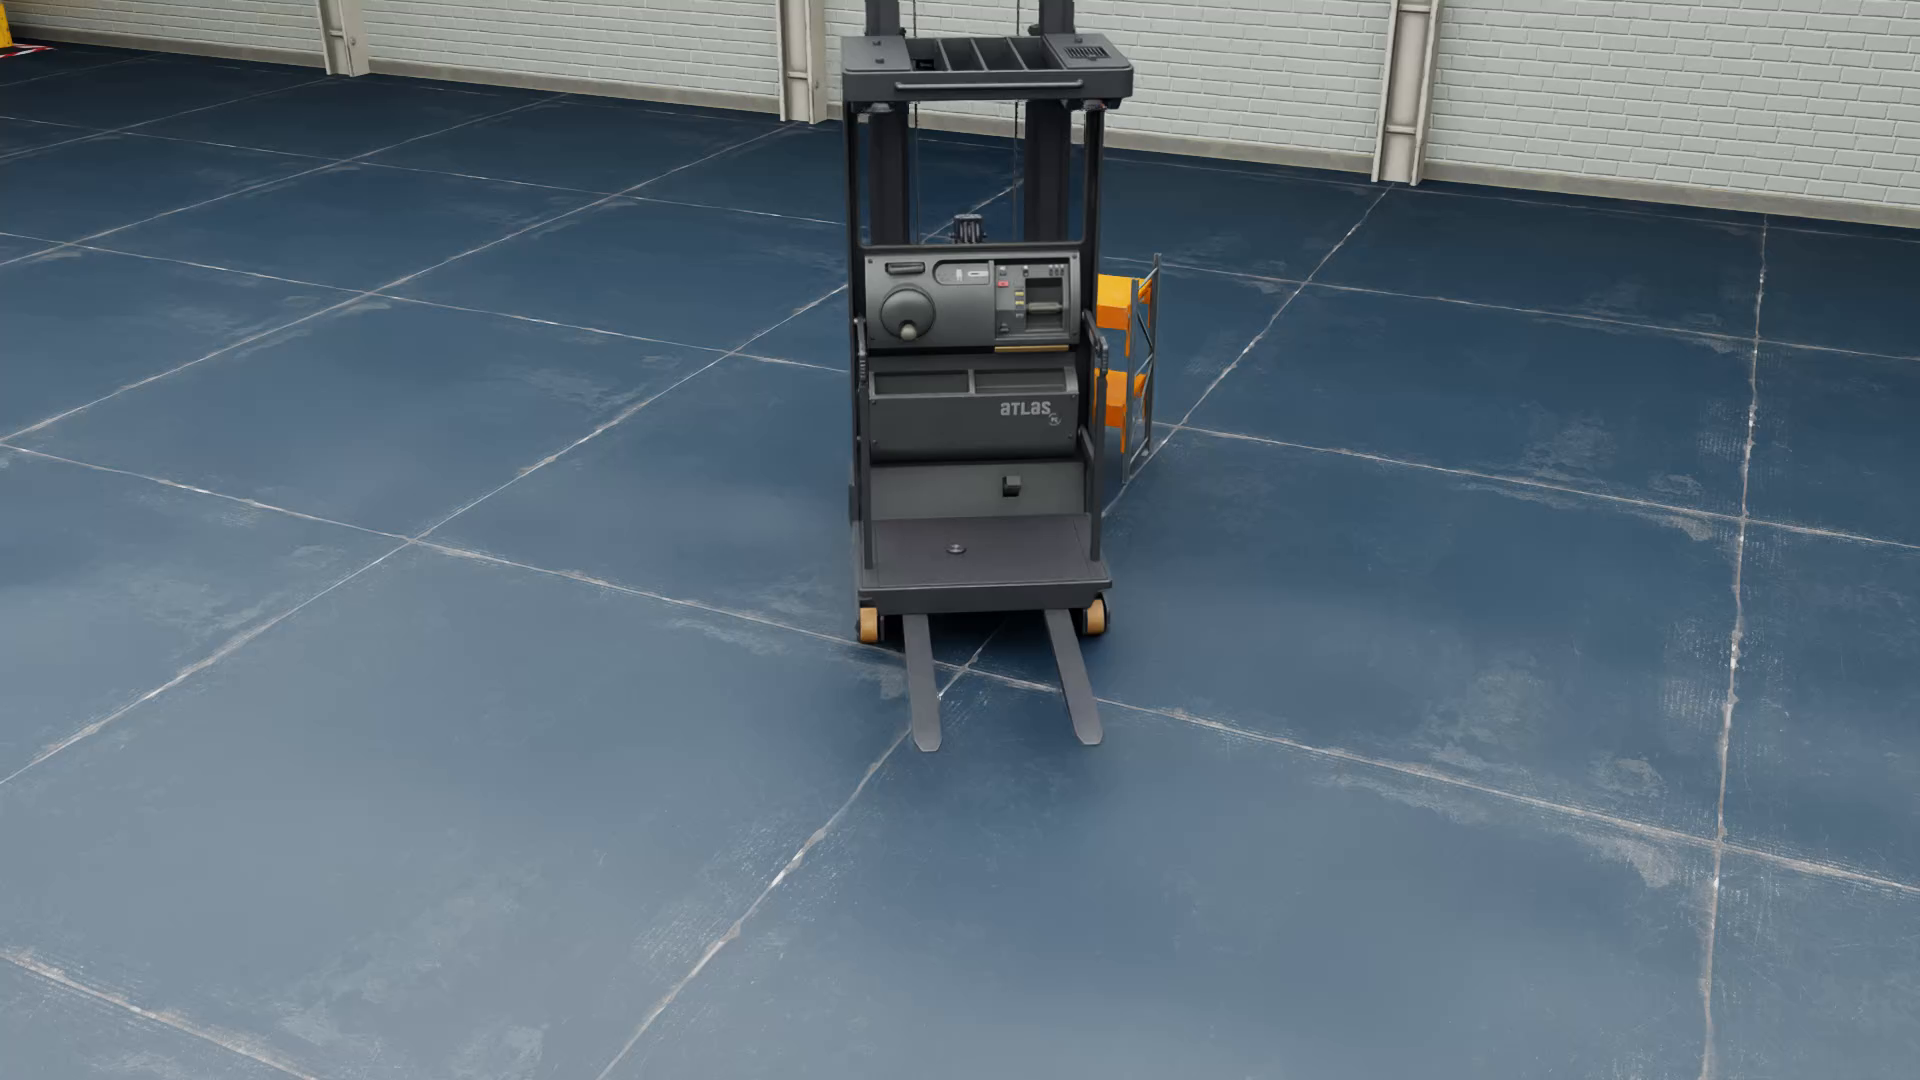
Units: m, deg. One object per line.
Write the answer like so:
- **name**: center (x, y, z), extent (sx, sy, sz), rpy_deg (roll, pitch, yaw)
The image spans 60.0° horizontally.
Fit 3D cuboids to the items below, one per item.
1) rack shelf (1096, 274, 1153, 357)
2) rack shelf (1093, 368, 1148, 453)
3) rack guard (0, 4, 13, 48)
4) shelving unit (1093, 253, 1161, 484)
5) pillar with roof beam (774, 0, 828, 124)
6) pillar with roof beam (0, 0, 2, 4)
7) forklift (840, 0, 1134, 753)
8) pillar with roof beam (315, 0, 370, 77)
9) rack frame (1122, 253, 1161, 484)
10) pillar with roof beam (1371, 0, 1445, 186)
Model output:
- **rack shelf**: center (0.486, -1.248, 8.848), extent (1.000, 0.278, 0.538), rpy_deg (9, 28, 18)
- **rack shelf**: center (0.486, -0.766, 9.085), extent (1.000, 0.278, 0.538), rpy_deg (9, 28, 18)
- **rack guard**: center (-12.230, -6.217, 20.312), extent (0.348, 0.500, 1.175), rpy_deg (11, 28, 22)
- **shelving unit**: center (0.486, -0.985, 8.977), extent (1.048, 1.125, 0.538), rpy_deg (9, 28, 18)
- **pillar with roof beam**: center (-3.371, -6.599, 11.466), extent (0.400, 9.000, 9.100), rpy_deg (11, 28, 22)
- **pillar with roof beam**: center (-14.295, -8.793, 15.922), extent (0.400, 9.000, 9.100), rpy_deg (11, 28, 22)
- **forklift**: center (0.075, -1.010, 6.982), extent (1.130, 2.935, 3.031), rpy_deg (-2, 26, -4)
- **pillar with roof beam**: center (-8.833, -7.696, 13.694), extent (0.400, 9.000, 9.100), rpy_deg (11, 28, 22)
- **rack frame**: center (0.963, -0.907, 8.818), extent (0.032, 1.125, 0.500), rpy_deg (9, 28, 18)
- **pillar with roof beam**: center (2.091, -5.502, 9.237), extent (0.400, 9.000, 9.100), rpy_deg (11, 28, 22)
